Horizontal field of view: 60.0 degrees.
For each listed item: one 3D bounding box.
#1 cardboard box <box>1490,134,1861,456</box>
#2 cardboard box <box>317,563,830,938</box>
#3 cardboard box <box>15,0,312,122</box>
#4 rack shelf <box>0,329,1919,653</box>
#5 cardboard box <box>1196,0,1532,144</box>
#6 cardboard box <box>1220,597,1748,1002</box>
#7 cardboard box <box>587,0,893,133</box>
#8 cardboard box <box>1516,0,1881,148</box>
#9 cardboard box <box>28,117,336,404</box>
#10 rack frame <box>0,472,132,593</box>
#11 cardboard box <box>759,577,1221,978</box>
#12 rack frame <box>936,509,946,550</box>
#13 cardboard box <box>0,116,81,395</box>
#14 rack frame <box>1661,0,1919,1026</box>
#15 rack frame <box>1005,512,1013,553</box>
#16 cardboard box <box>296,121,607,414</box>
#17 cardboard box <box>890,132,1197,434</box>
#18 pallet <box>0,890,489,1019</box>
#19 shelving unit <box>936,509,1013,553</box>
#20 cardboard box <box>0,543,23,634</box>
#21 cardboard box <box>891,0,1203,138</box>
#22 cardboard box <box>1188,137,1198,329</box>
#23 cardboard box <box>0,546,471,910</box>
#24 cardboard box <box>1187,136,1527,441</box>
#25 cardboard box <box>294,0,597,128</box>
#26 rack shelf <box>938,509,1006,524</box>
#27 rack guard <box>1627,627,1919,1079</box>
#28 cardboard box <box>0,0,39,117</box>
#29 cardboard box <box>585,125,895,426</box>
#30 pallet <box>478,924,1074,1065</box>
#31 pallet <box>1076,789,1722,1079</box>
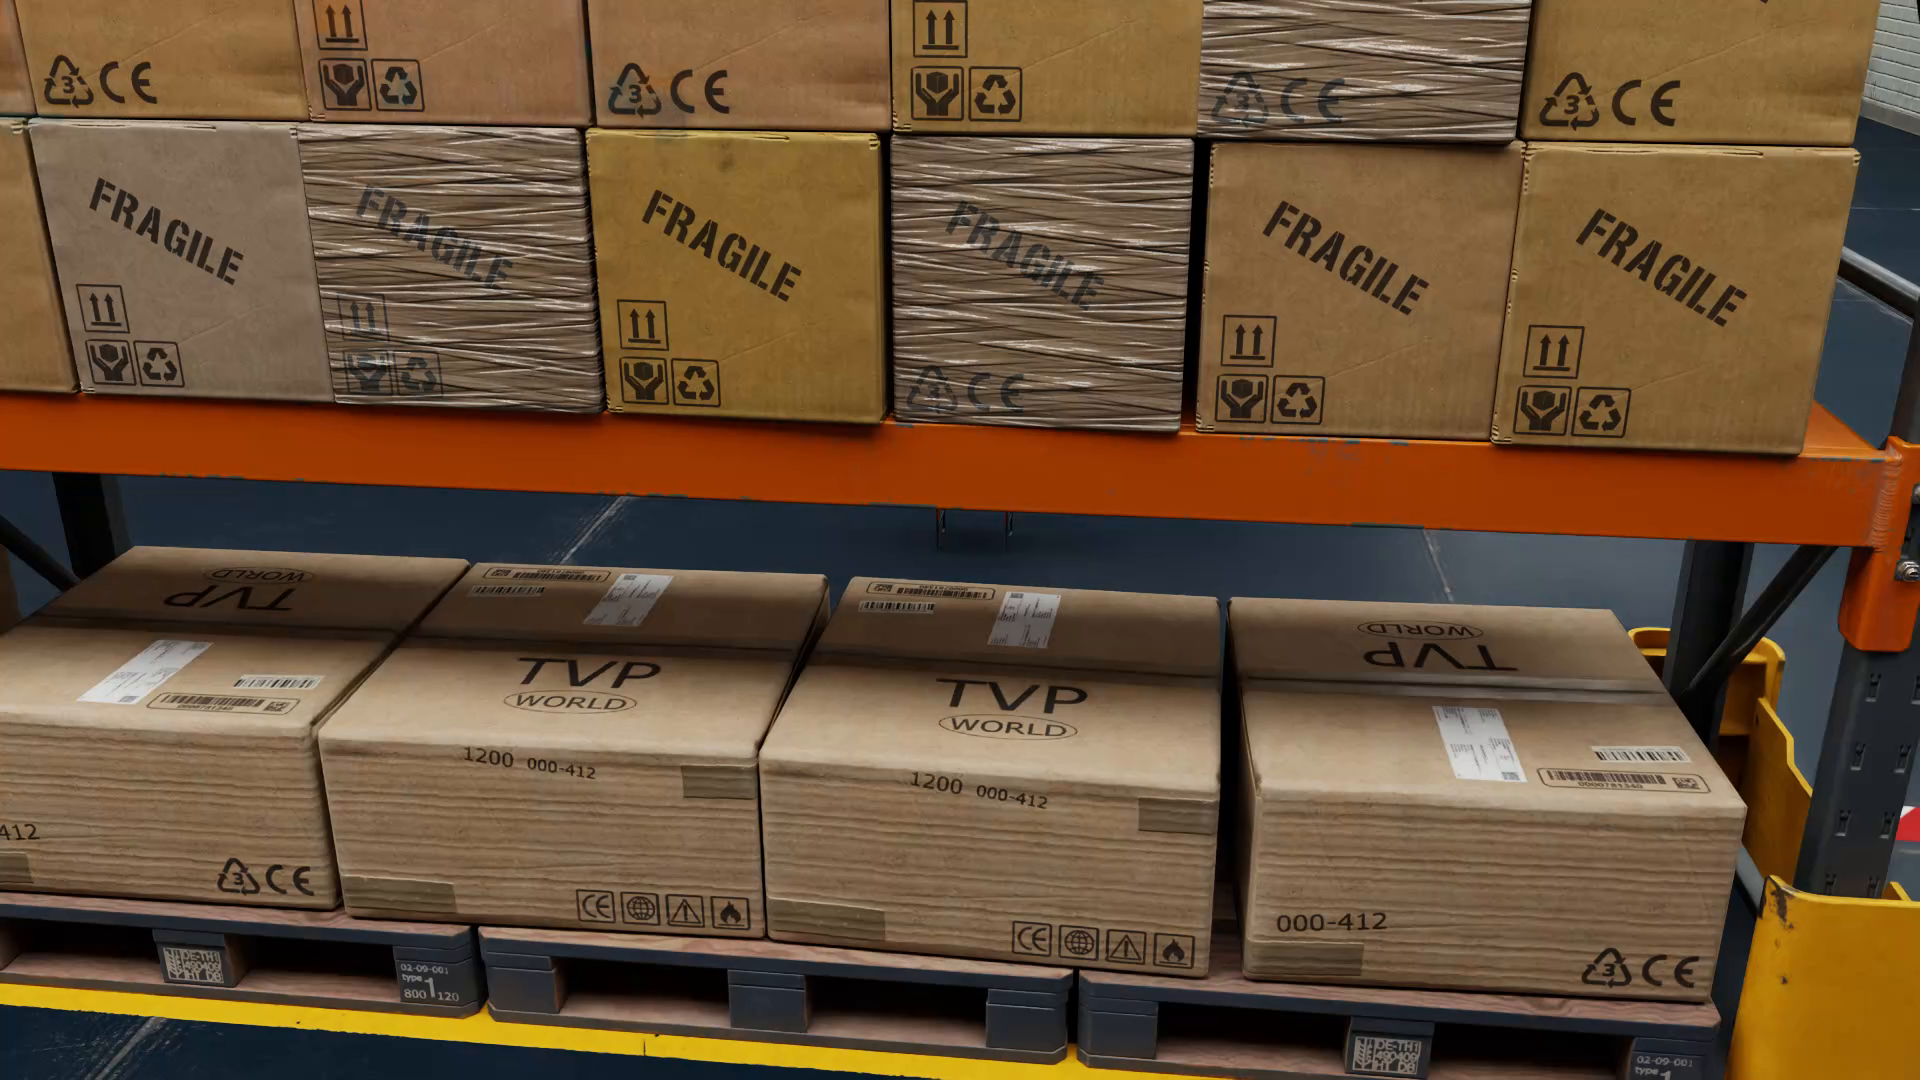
[{"bbox_3d":[1.176,-0.471,2.914,0.500,0.500,0.500,3,22,7],"label":"cardboard box"},{"bbox_3d":[-0.786,0.428,3.691,0.875,0.438,0.875,2,22,5],"label":"cardboard box"},{"bbox_3d":[-1.341,-1.051,3.023,0.500,0.500,0.500,2,22,6],"label":"cardboard box"},{"bbox_3d":[-0.300,-0.252,3.476,4.000,0.370,1.077,2,22,6],"label":"rack shelf"},{"bbox_3d":[0.657,-0.957,2.785,0.500,0.500,0.500,3,22,6],"label":"cardboard box"},{"bbox_3d":[1.019,0.504,3.498,0.875,0.438,0.875,2,22,4],"label":"cardboard box"},{"bbox_3d":[-0.333,-1.002,2.899,0.500,0.500,0.500,2,22,6],"label":"cardboard box"},{"bbox_3d":[1.179,-0.945,2.755,0.500,0.500,0.500,3,22,8],"label":"cardboard box"},{"bbox_3d":[-1.352,-0.580,3.192,0.500,0.500,0.500,3,22,7],"label":"cardboard box"},{"bbox_3d":[-2.286,-0.673,3.562,0.127,3.000,1.000,2,22,6],"label":"rack frame"},{"bbox_3d":[0.109,0.468,3.591,0.875,0.438,0.875,3,22,8],"label":"cardboard box"},{"bbox_3d":[-0.068,-0.491,5.754,0.008,1.050,0.200,2,22,6],"label":"rack frame"},{"bbox_3d":[-1.851,-0.604,3.251,0.500,0.500,0.500,3,22,8],"label":"cardboard box"},{"bbox_3d":[1.686,-0.500,3.124,0.127,3.000,1.000,2,22,6],"label":"rack frame"},{"bbox_3d":[0.174,-0.481,5.728,0.008,1.050,0.200,2,22,6],"label":"rack frame"},{"bbox_3d":[-0.859,-0.556,3.131,0.500,0.500,0.500,3,22,7],"label":"cardboard box"},{"bbox_3d":[0.167,-0.517,3.030,0.500,0.500,0.500,3,22,8],"label":"cardboard box"},{"bbox_3d":[-1.541,0.685,3.919,1.213,0.211,1.003,2,22,6],"label":"pallet"},{"bbox_3d":[0.053,-0.486,5.741,0.252,1.050,0.215,2,22,6],"label":"shelving unit"},{"bbox_3d":[-2.912,0.122,3.870,0.875,0.875,0.875,3,22,8],"label":"cardboard box"},{"bbox_3d":[0.166,-0.980,2.842,0.500,0.500,0.500,2,22,6],"label":"cardboard box"},{"bbox_3d":[0.737,-0.684,3.453,0.500,0.500,0.500,2,22,6],"label":"cardboard box"},{"bbox_3d":[-1.676,0.390,3.788,0.875,0.438,0.875,2,22,6],"label":"cardboard box"},{"bbox_3d":[0.679,-0.498,2.983,0.500,0.500,0.500,2,22,5],"label":"cardboard box"},{"bbox_3d":[-0.834,-1.025,2.957,0.500,0.500,0.500,3,22,7],"label":"cardboard box"},{"bbox_3d":[0.053,-0.218,5.847,0.240,0.259,0.215,2,22,6],"label":"rack shelf"},{"bbox_3d":[1.710,0.664,3.581,0.348,0.500,1.175,2,22,6],"label":"rack guard"},{"bbox_3d":[-1.842,-1.075,3.084,0.500,0.500,0.500,3,22,7],"label":"cardboard box"},{"bbox_3d":[-0.347,-0.534,3.075,0.500,0.500,0.500,3,22,8],"label":"cardboard box"},{"bbox_3d":[-0.326,0.737,3.788,1.213,0.211,1.003,2,22,6],"label":"pallet"},{"bbox_3d":[0.883,0.791,3.652,1.213,0.211,1.003,2,22,6],"label":"pallet"}]
